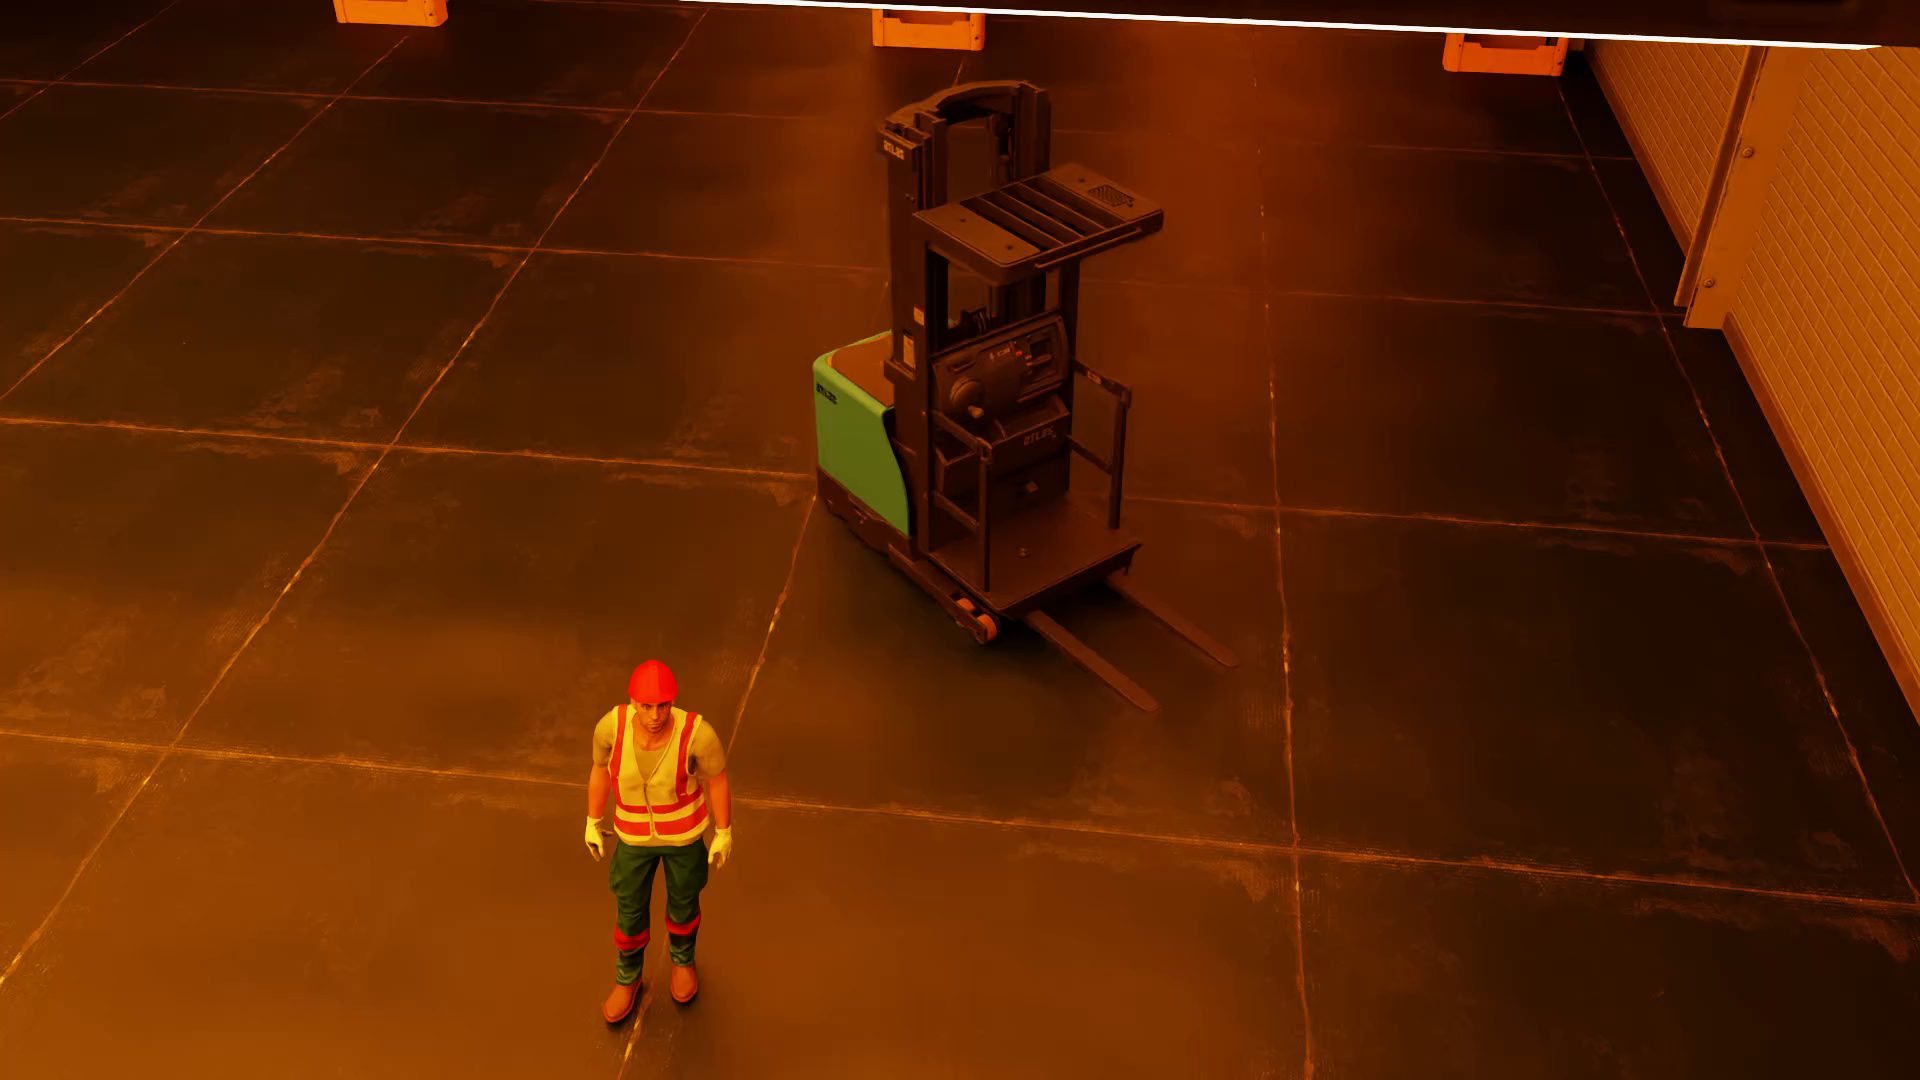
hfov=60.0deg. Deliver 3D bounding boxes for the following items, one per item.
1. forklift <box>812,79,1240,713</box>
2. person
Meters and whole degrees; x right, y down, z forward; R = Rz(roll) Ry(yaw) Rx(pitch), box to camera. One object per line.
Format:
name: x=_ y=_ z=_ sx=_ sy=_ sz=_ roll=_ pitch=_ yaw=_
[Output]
forklift: x=0.368 y=-0.912 z=9.268 sx=1.130 sy=2.935 sz=3.031 roll=-24 pitch=43 yaw=-29
person: x=-1.312 y=1.313 z=7.199 sx=0.638 sy=1.787 sz=0.564 roll=0 pitch=36 yaw=1
